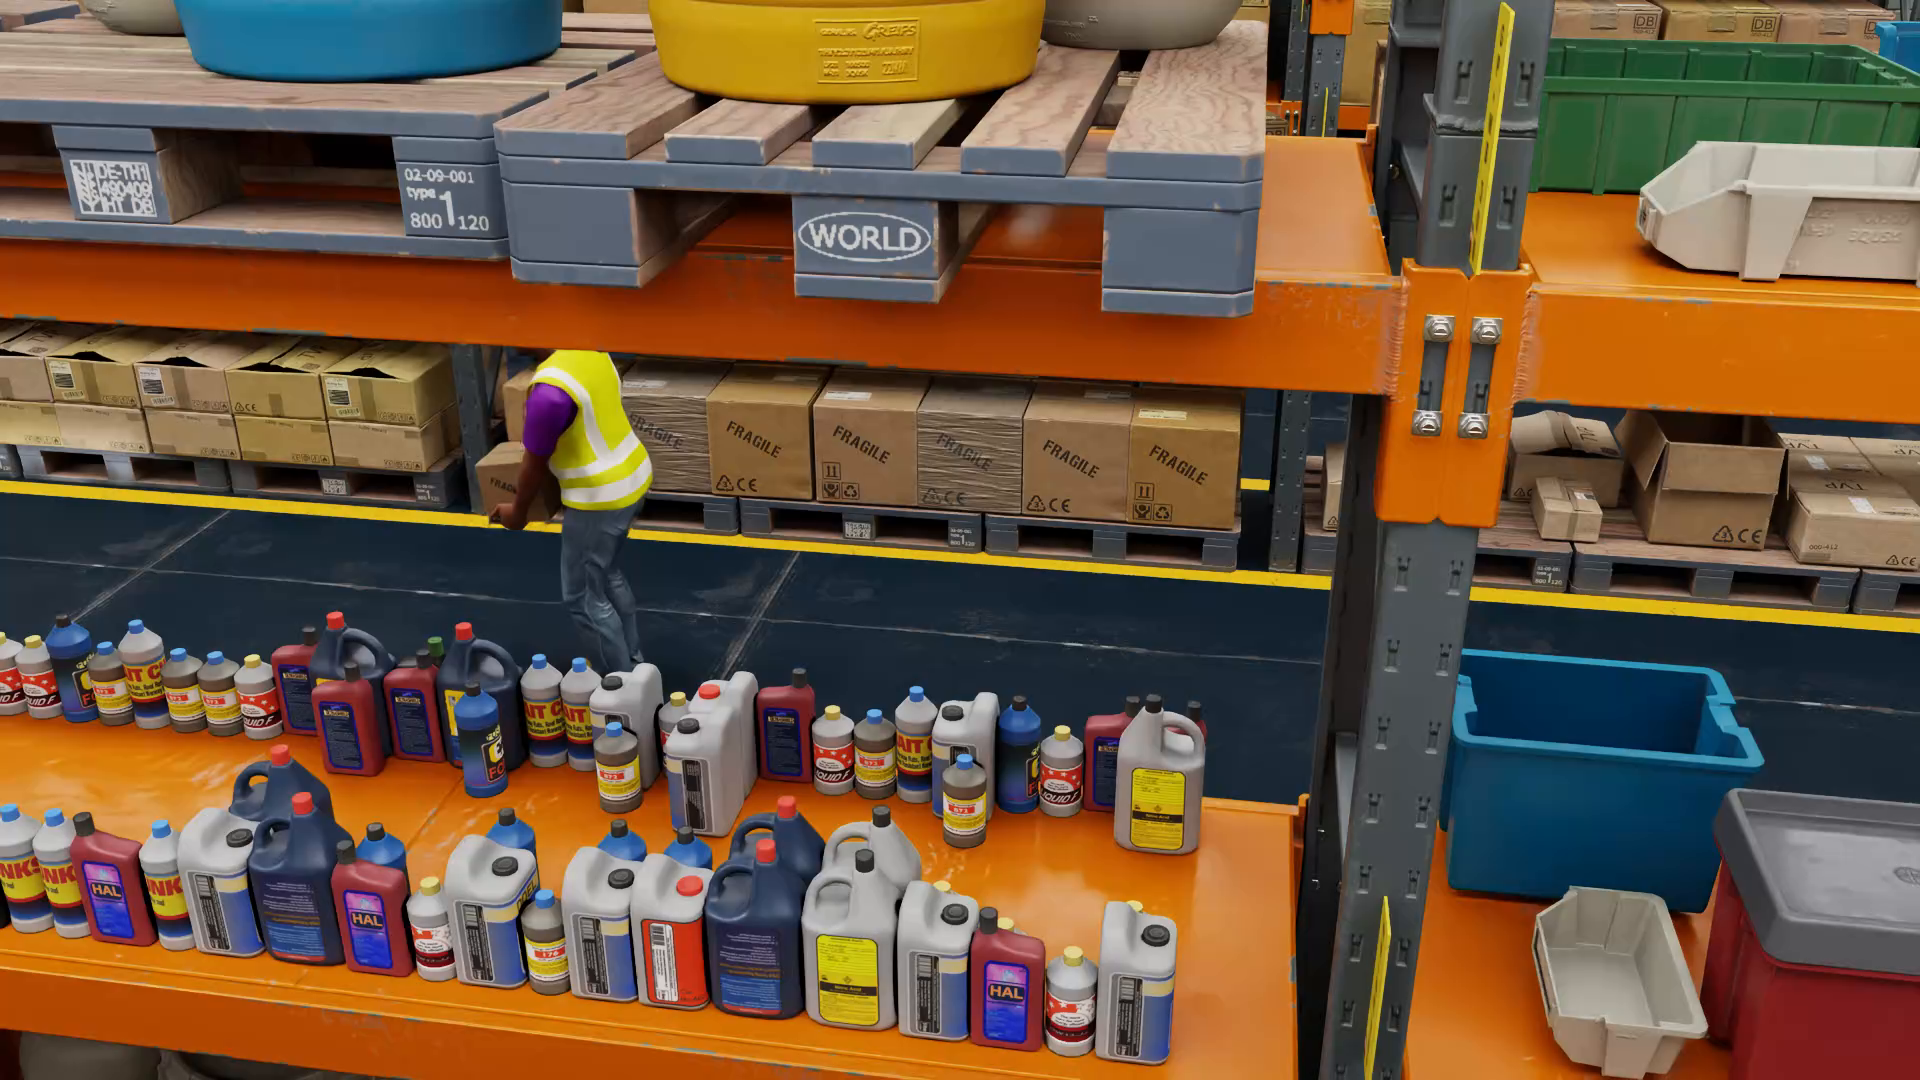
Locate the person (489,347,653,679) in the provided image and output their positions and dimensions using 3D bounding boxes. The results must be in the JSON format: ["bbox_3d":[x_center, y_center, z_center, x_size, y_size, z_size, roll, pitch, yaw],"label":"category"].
[{"bbox_3d":[-1.513,-0.154,6.492,0.598,1.697,0.501,4,25,8],"label":"person"}]
